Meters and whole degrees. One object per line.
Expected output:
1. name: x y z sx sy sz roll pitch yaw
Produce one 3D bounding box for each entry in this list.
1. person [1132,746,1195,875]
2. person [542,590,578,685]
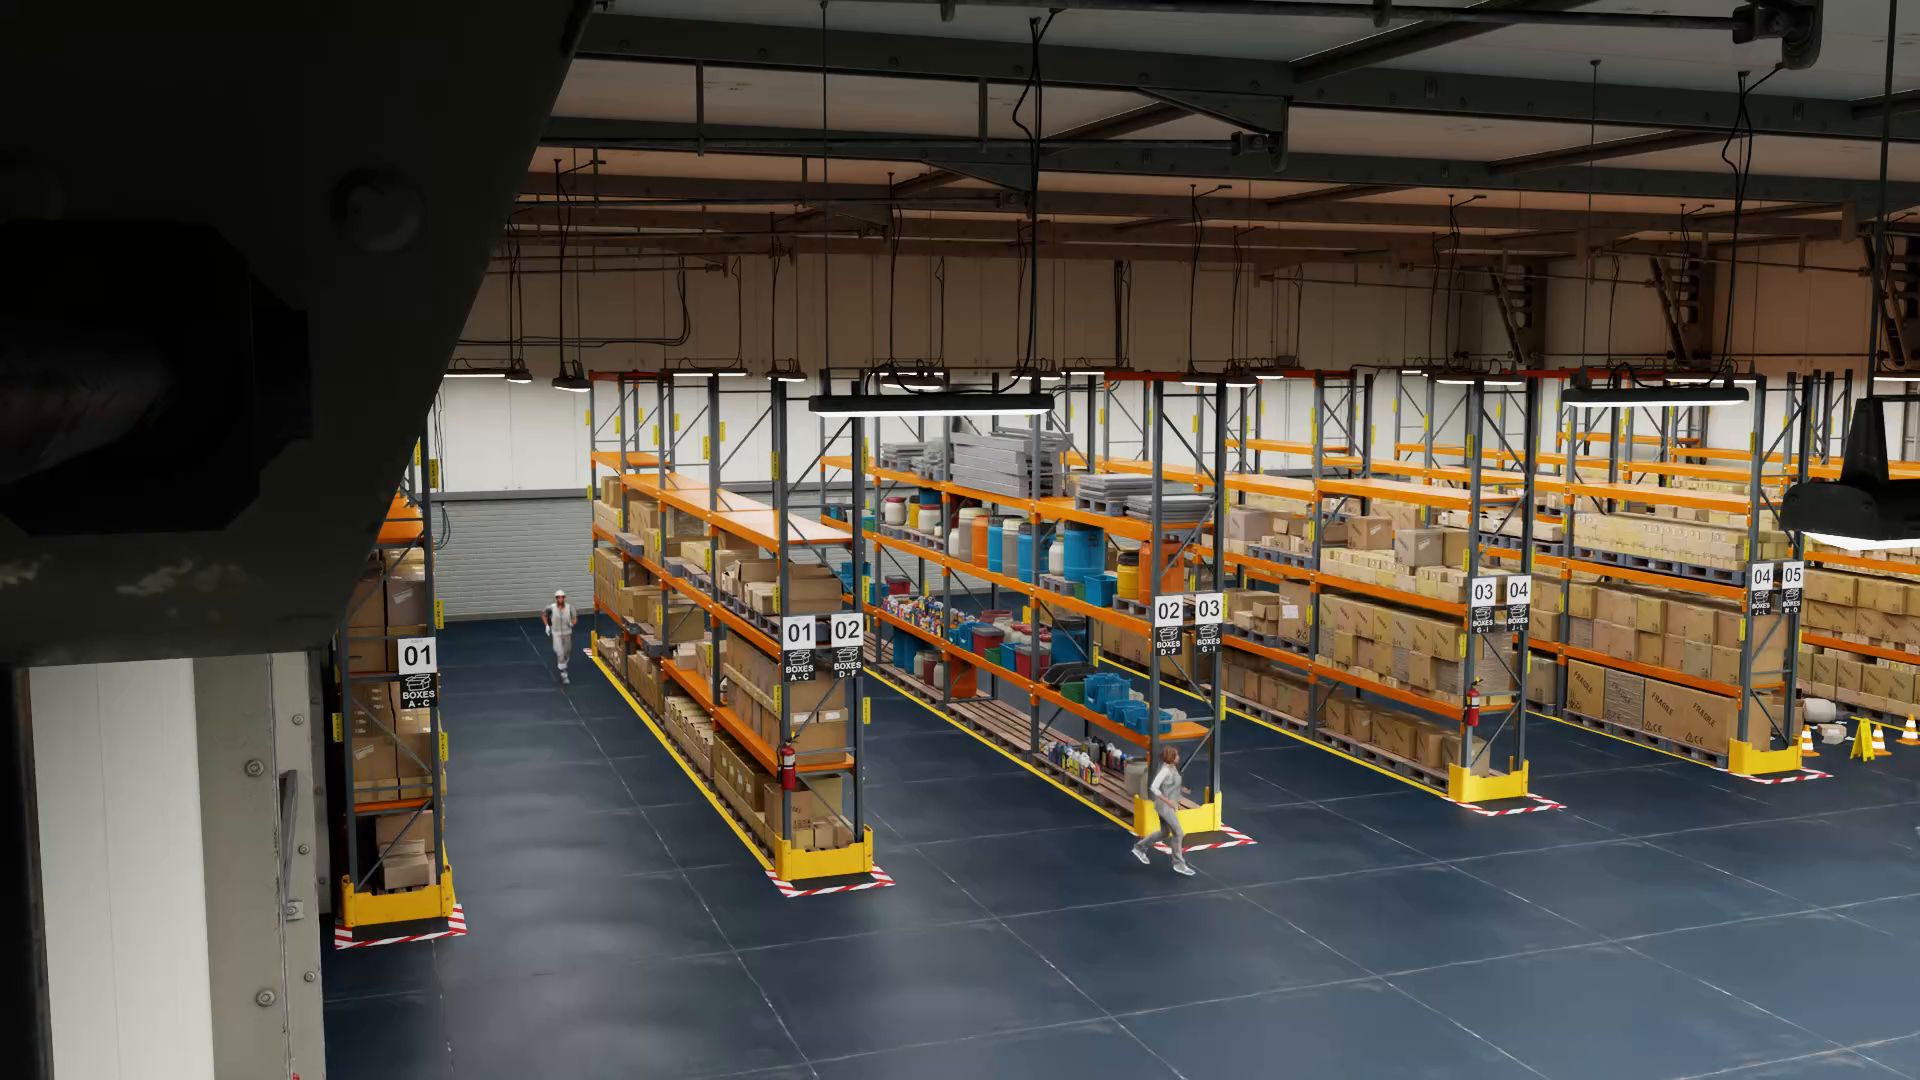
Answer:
1. person: 2.475 3.289 20.230 0.775 1.605 0.496 1 6 10
2. person: -7.716 1.847 32.158 0.663 1.788 0.902 -3 7 -22
